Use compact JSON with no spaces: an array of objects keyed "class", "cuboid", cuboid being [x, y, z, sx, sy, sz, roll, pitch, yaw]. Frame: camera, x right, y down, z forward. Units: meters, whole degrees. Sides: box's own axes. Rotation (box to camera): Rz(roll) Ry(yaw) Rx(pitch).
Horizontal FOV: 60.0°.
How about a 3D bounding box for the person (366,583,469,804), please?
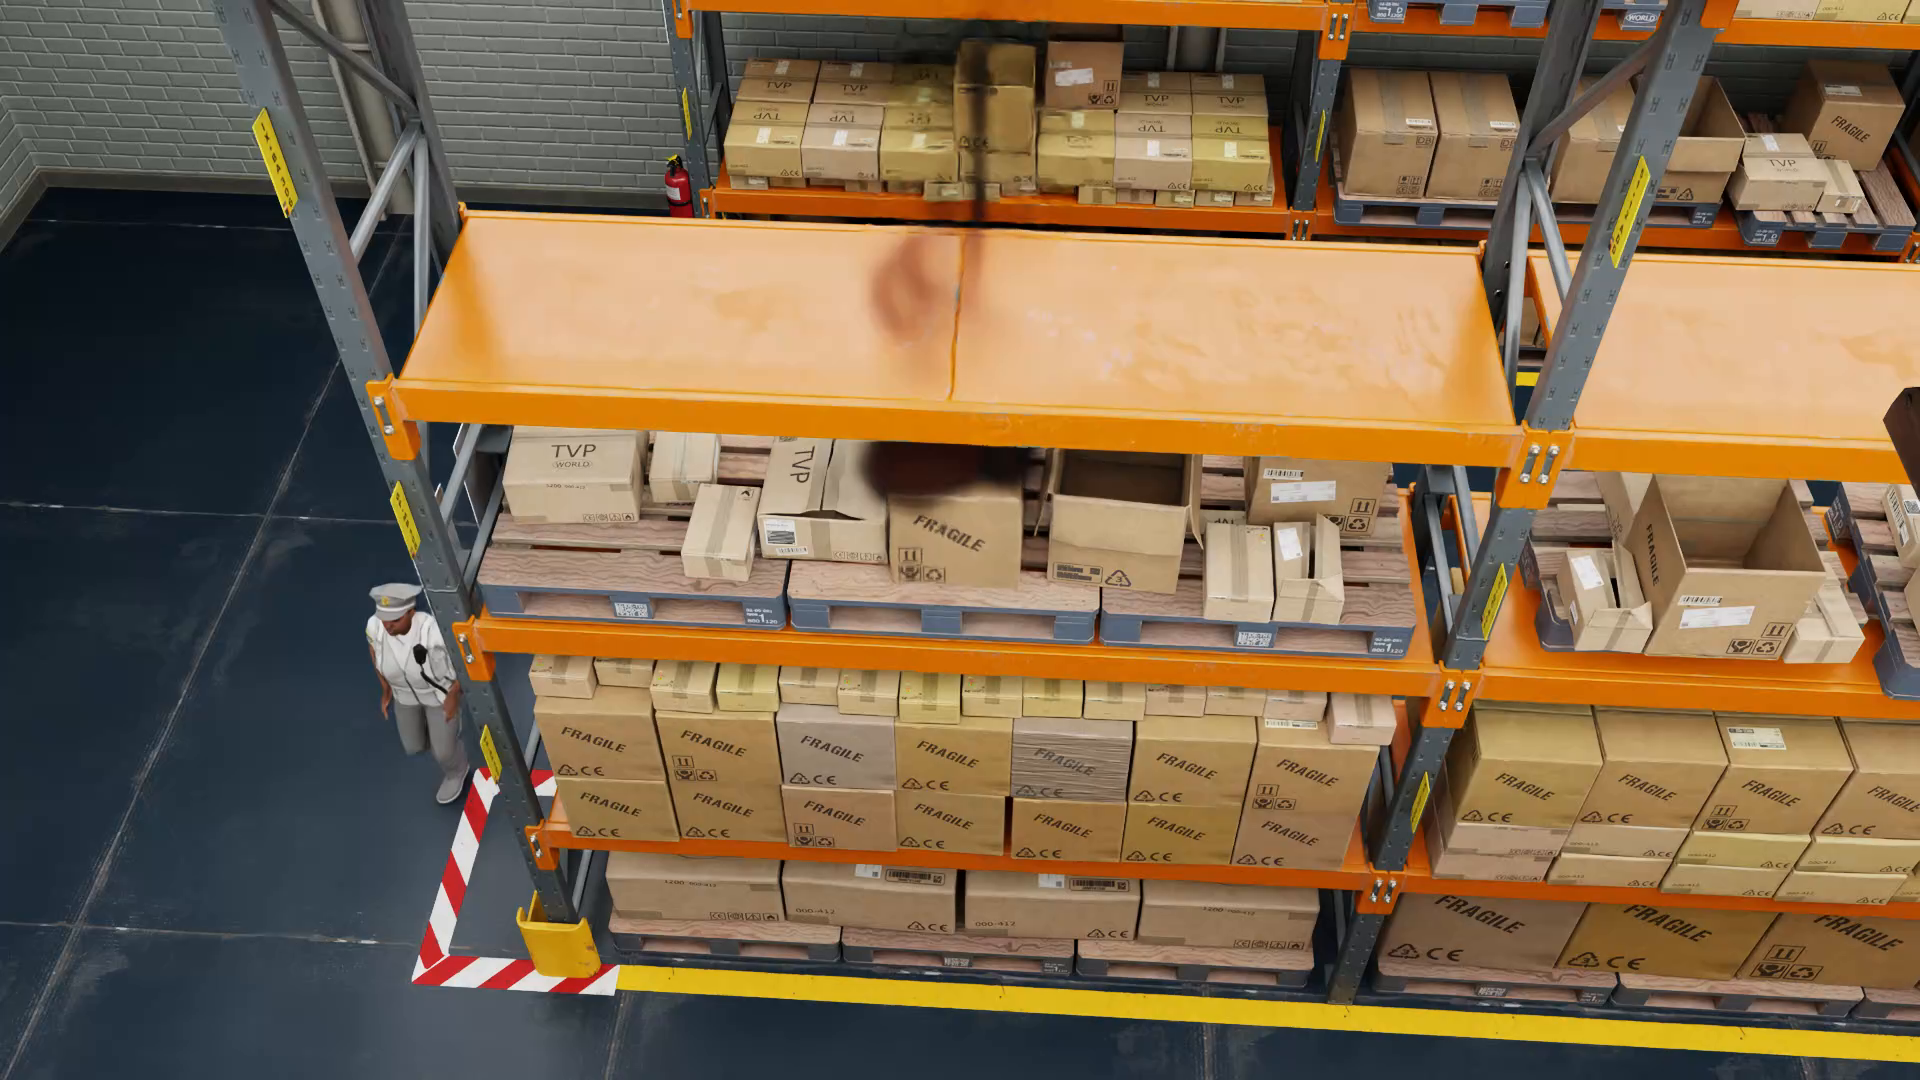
[{"class":"person","cuboid":[-2.847,0.762,8.937,0.563,1.655,0.589,4,48,4]}]
